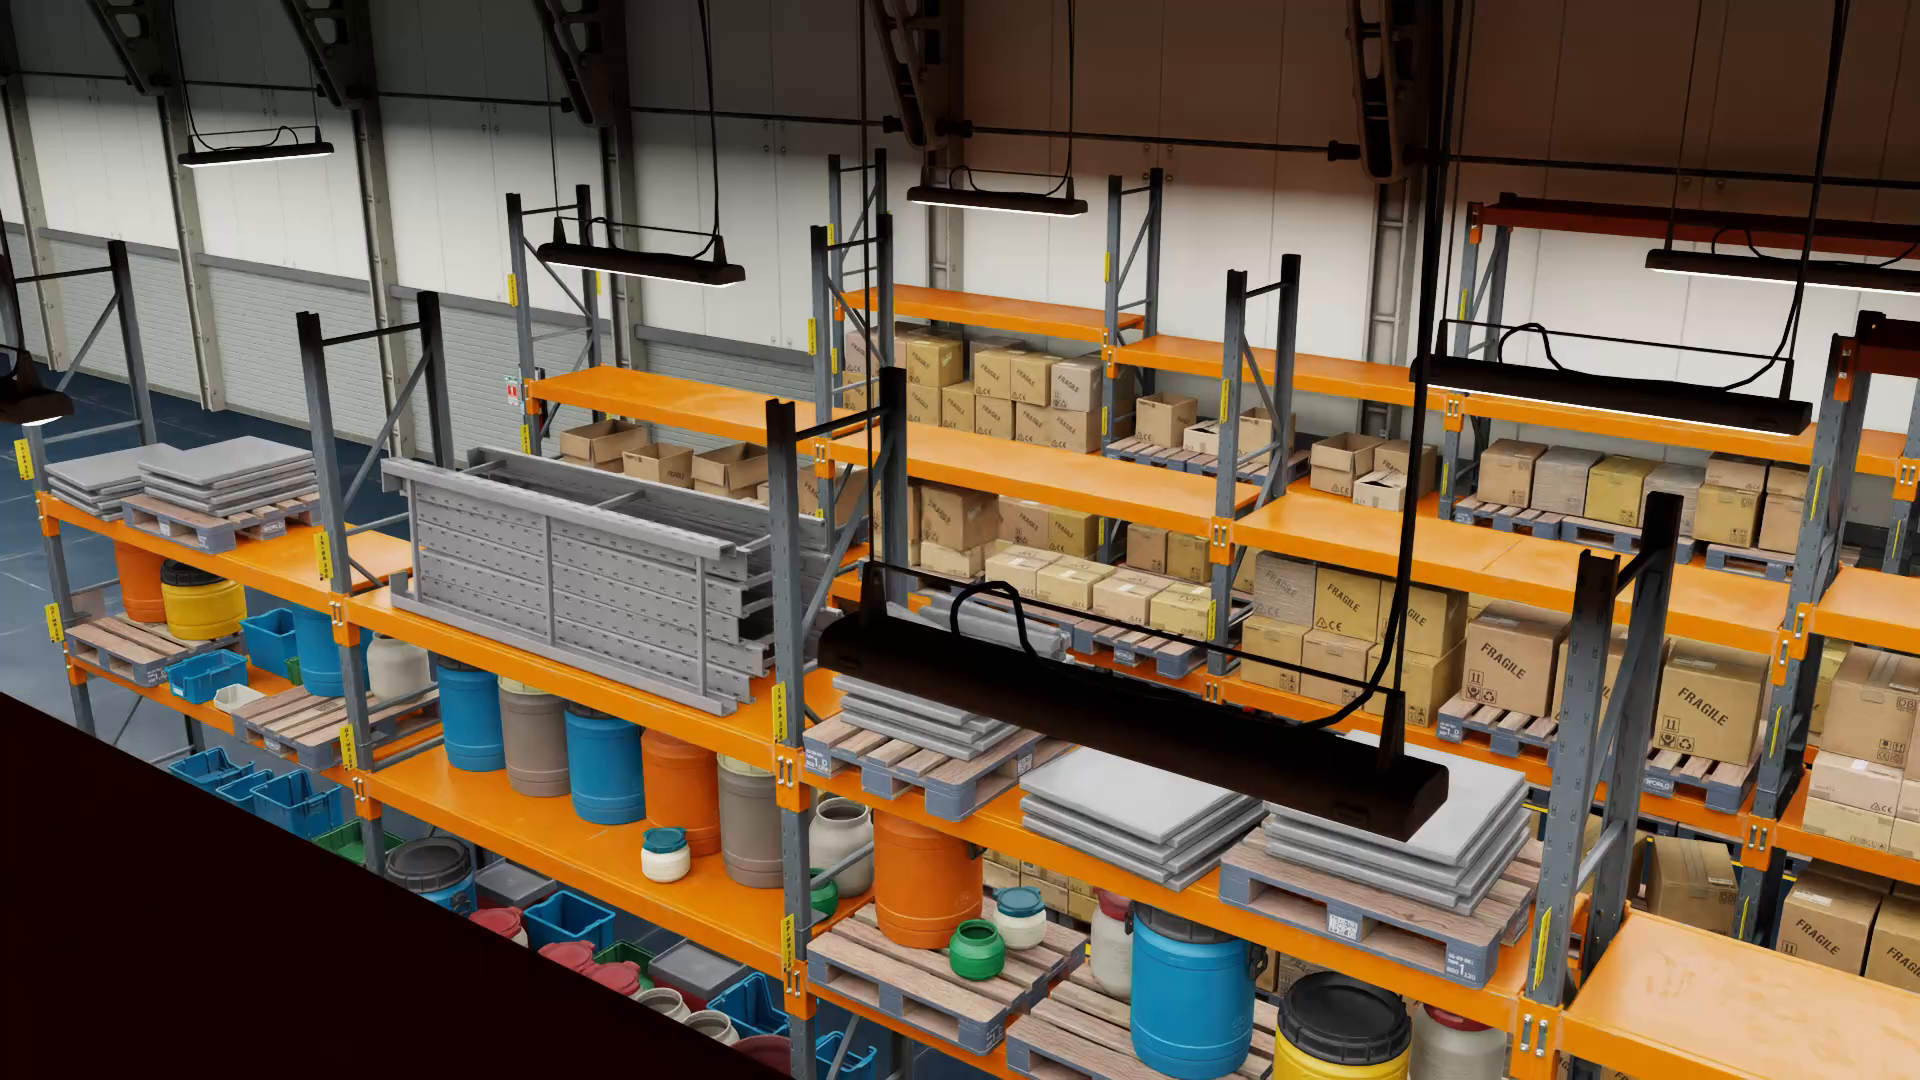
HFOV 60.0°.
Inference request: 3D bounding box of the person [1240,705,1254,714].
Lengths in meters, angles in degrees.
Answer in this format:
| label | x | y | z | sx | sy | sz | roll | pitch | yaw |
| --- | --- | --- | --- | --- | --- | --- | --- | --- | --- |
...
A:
| label | x | y | z | sx | sy | sz | roll | pitch | yaw |
| --- | --- | --- | --- | --- | --- | --- | --- | --- | --- |
| person | 2.739 | 2.127 | 16.066 | 1.077 | 1.651 | 0.552 | 14 | 23 | 36 |
